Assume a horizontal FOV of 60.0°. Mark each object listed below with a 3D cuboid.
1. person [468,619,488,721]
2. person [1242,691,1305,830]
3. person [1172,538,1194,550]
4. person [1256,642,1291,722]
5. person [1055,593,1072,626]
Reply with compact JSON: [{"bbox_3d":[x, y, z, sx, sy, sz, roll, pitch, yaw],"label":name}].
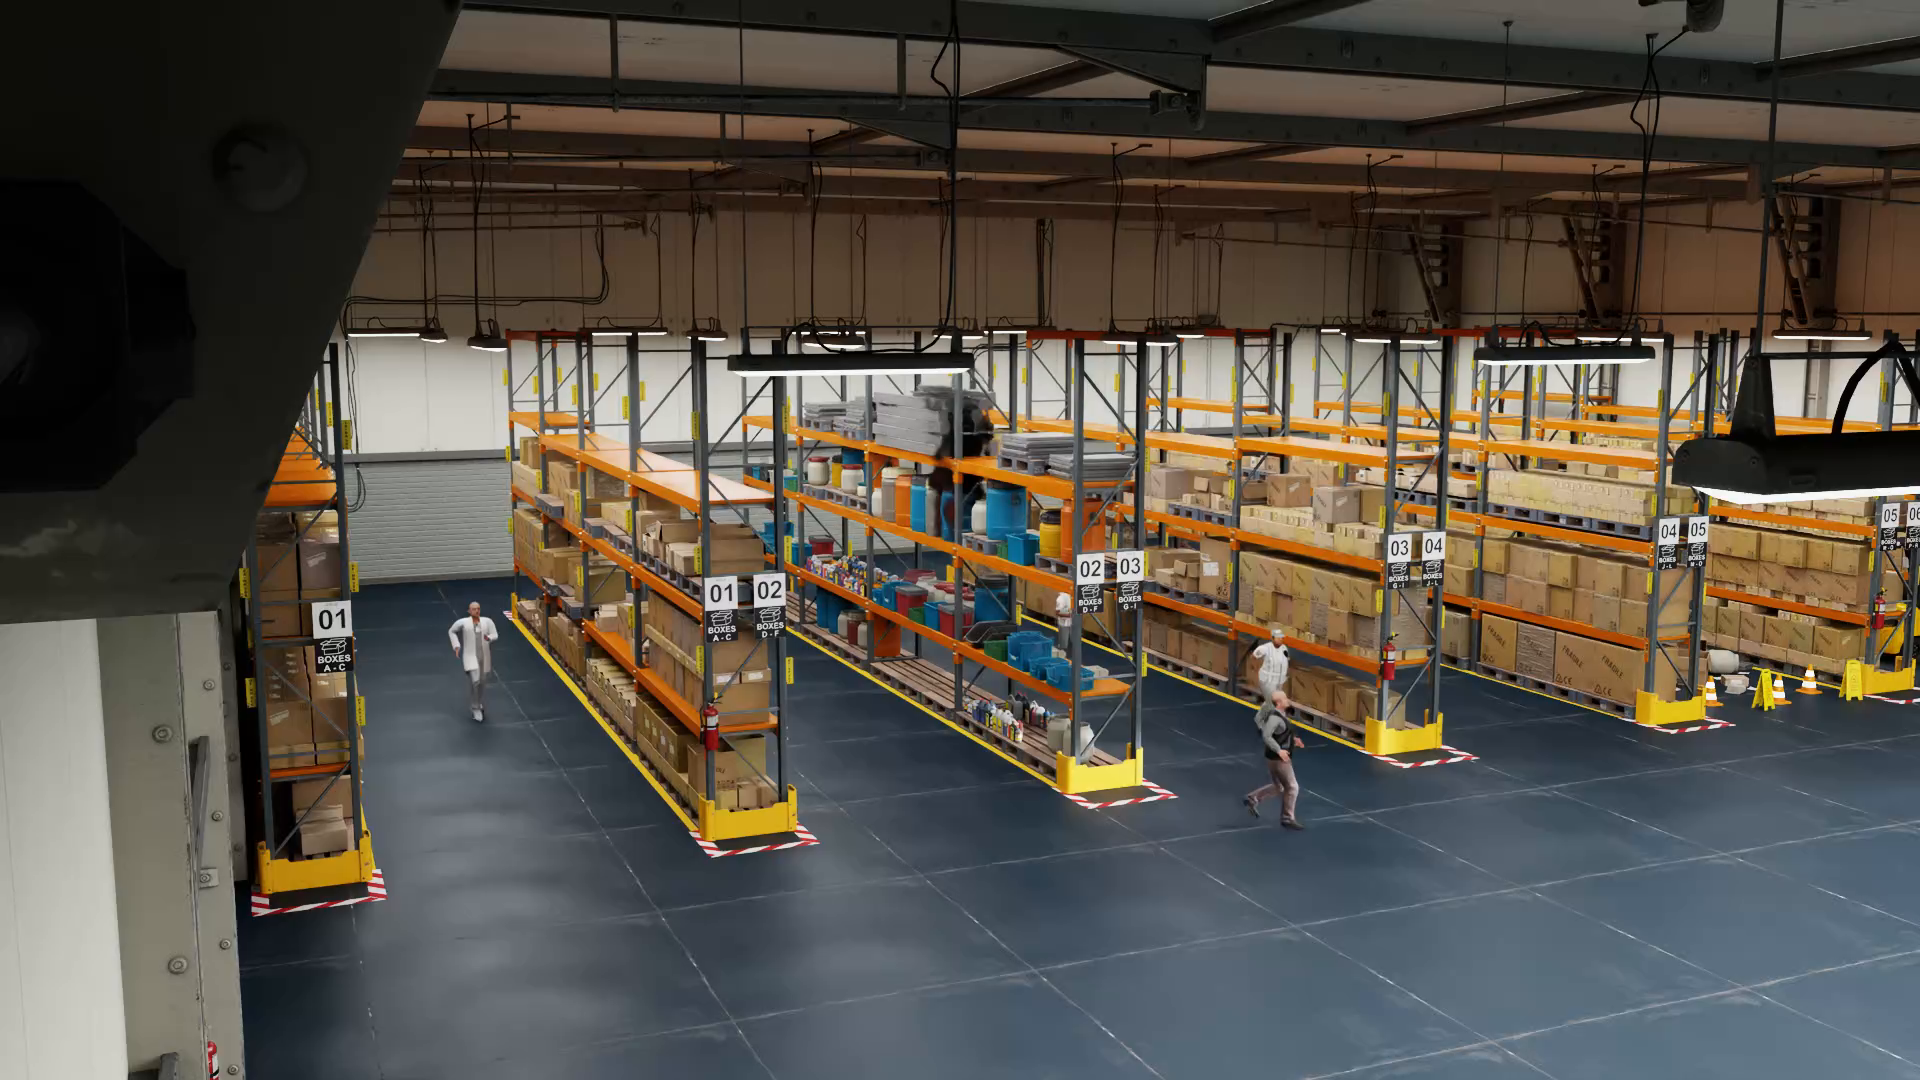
[{"bbox_3d":[-7.639,2.005,26.287,0.607,1.605,0.812,-6,10,-36],"label":"person"},{"bbox_3d":[3.883,2.708,20.503,0.786,1.716,0.554,2,8,11],"label":"person"},{"bbox_3d":[5.592,-0.268,42.265,0.969,1.653,0.574,-3,8,-22],"label":"person"},{"bbox_3d":[4.634,2.175,24.938,0.452,1.338,0.713,-4,9,-29],"label":"person"},{"bbox_3d":[1.897,1.507,29.236,0.579,1.698,0.924,-5,9,-34],"label":"person"}]
